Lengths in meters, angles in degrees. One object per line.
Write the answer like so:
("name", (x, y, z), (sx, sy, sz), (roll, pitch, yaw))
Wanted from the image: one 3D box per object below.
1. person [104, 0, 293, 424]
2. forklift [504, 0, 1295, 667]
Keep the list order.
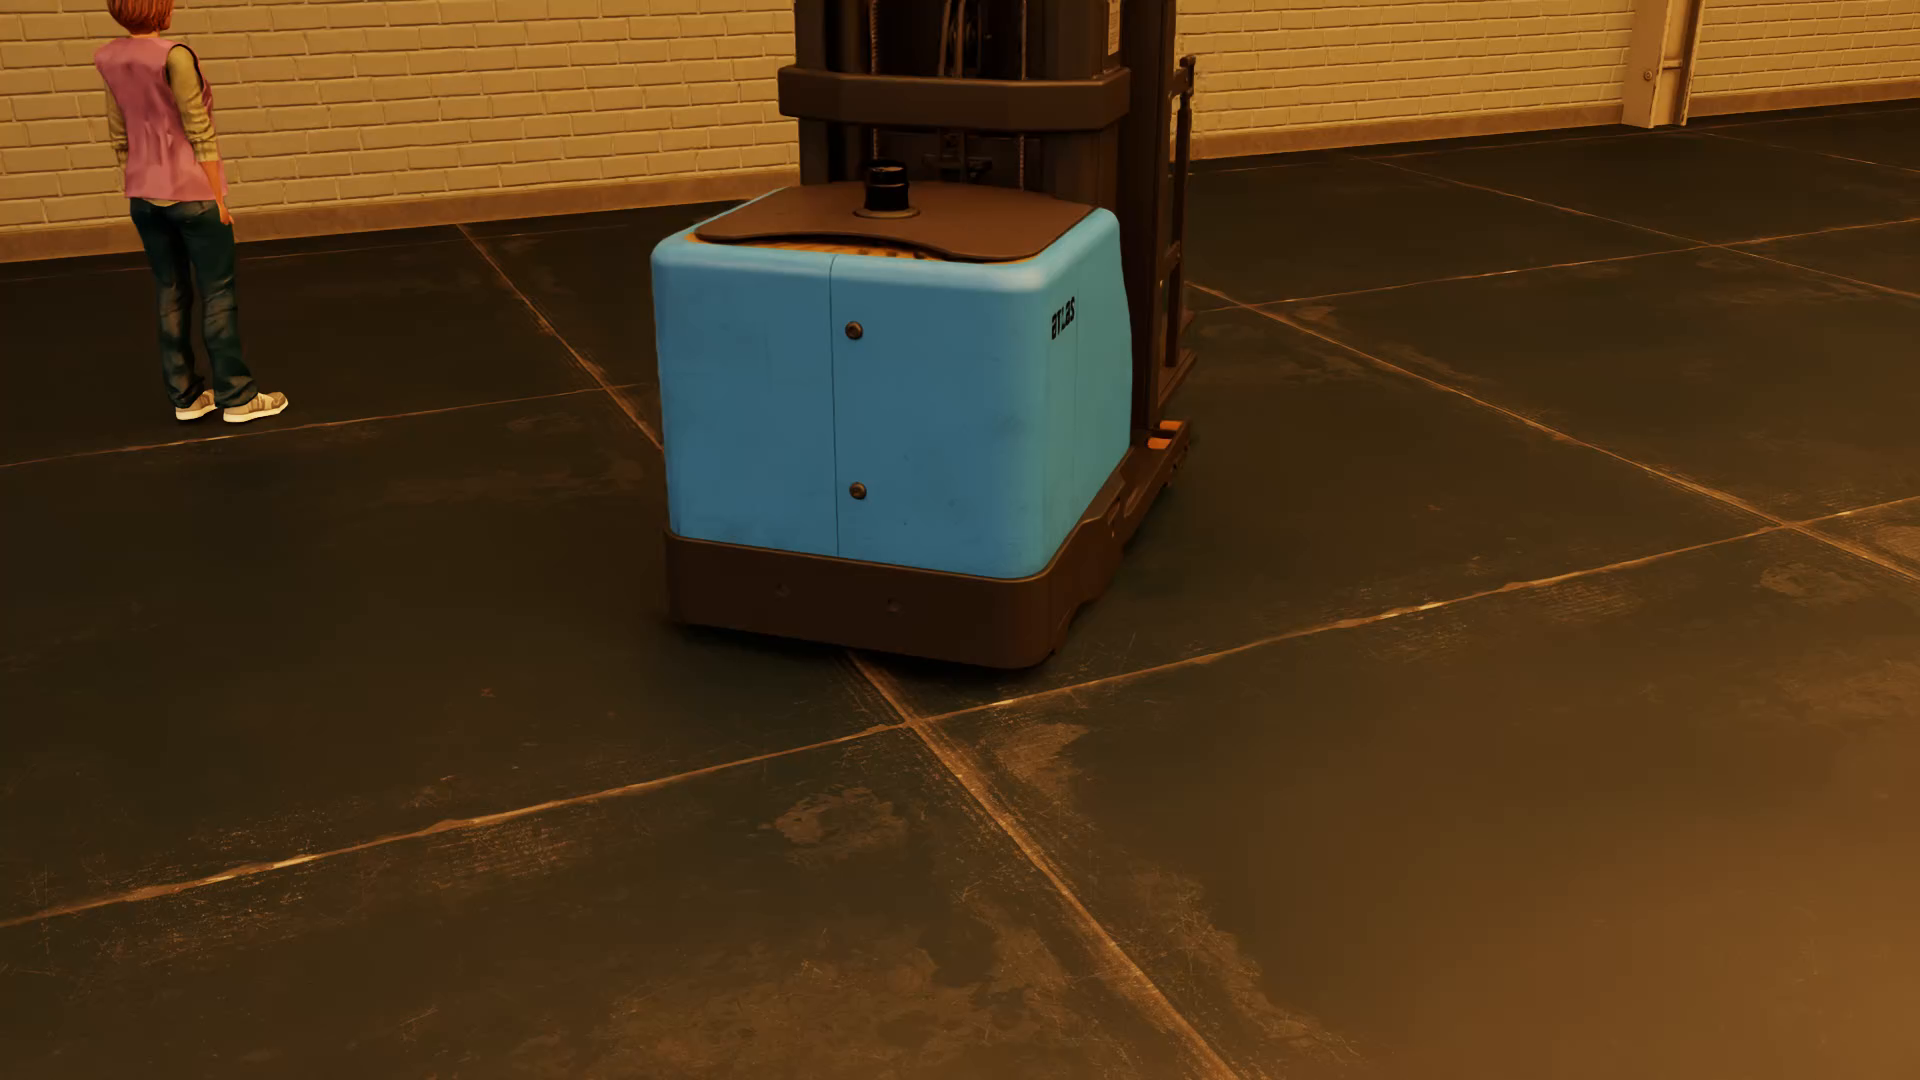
("person", (-2.741, -1.212, 5.954), (0.416, 1.596, 0.426), (-13, 26, -29))
("forklift", (-0.457, -1.519, 4.941), (1.130, 2.935, 3.031), (-19, 29, -38))
